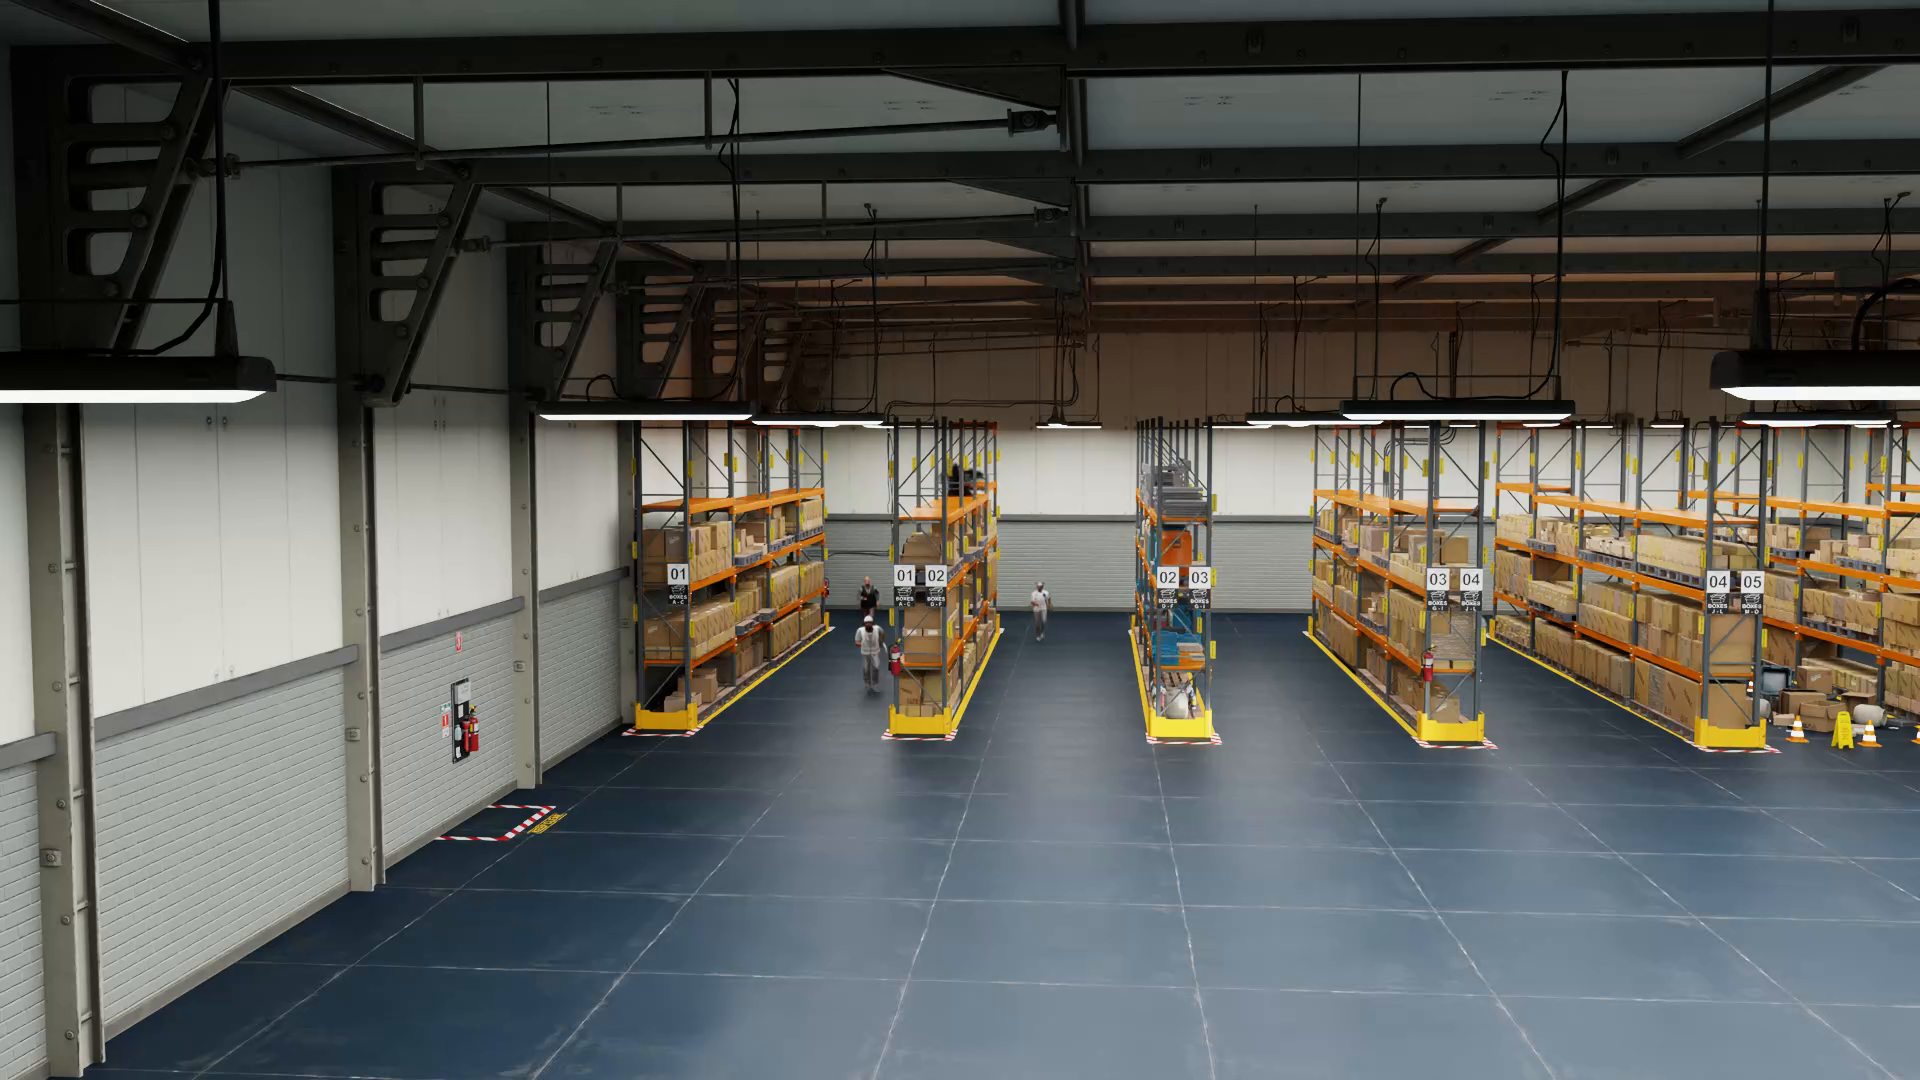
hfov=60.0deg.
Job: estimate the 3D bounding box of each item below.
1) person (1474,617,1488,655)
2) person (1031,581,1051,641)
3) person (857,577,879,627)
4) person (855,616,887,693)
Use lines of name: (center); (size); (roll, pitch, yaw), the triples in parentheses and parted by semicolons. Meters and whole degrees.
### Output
person: (12.100, 2.359, 39.376); (0.712, 1.604, 1.043); (1, 4, 12)
person: (2.175, 1.922, 44.852); (0.544, 1.654, 0.809); (0, 4, 4)
person: (-2.523, 1.894, 45.577); (0.614, 1.774, 0.833); (0, 4, -1)
person: (-1.950, 2.492, 36.413); (0.710, 1.712, 0.962); (0, 4, -3)
